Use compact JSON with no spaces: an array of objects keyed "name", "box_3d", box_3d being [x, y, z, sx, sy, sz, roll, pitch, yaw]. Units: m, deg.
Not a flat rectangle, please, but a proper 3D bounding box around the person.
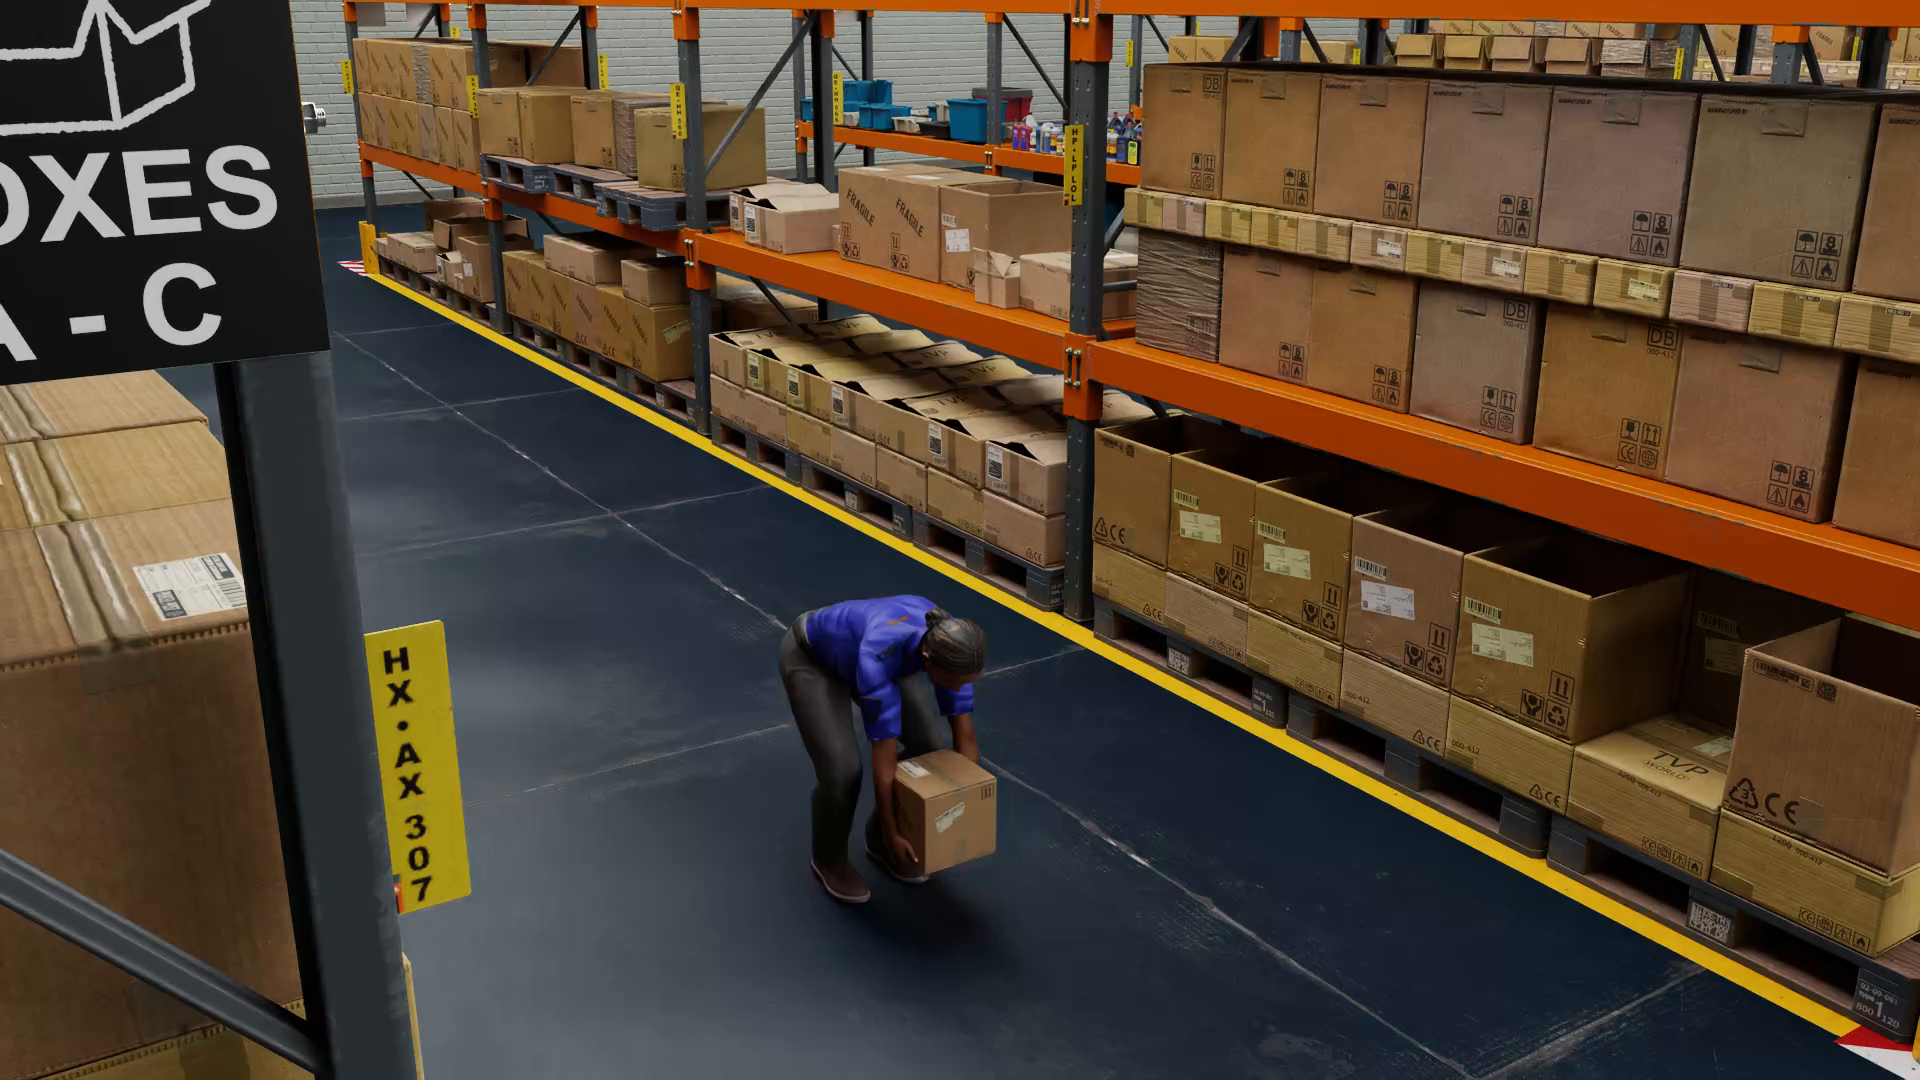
[{"name":"person","box_3d":[-0.176,0.644,5.110,0.406,1.035,0.726,-13,22,-34]}]
